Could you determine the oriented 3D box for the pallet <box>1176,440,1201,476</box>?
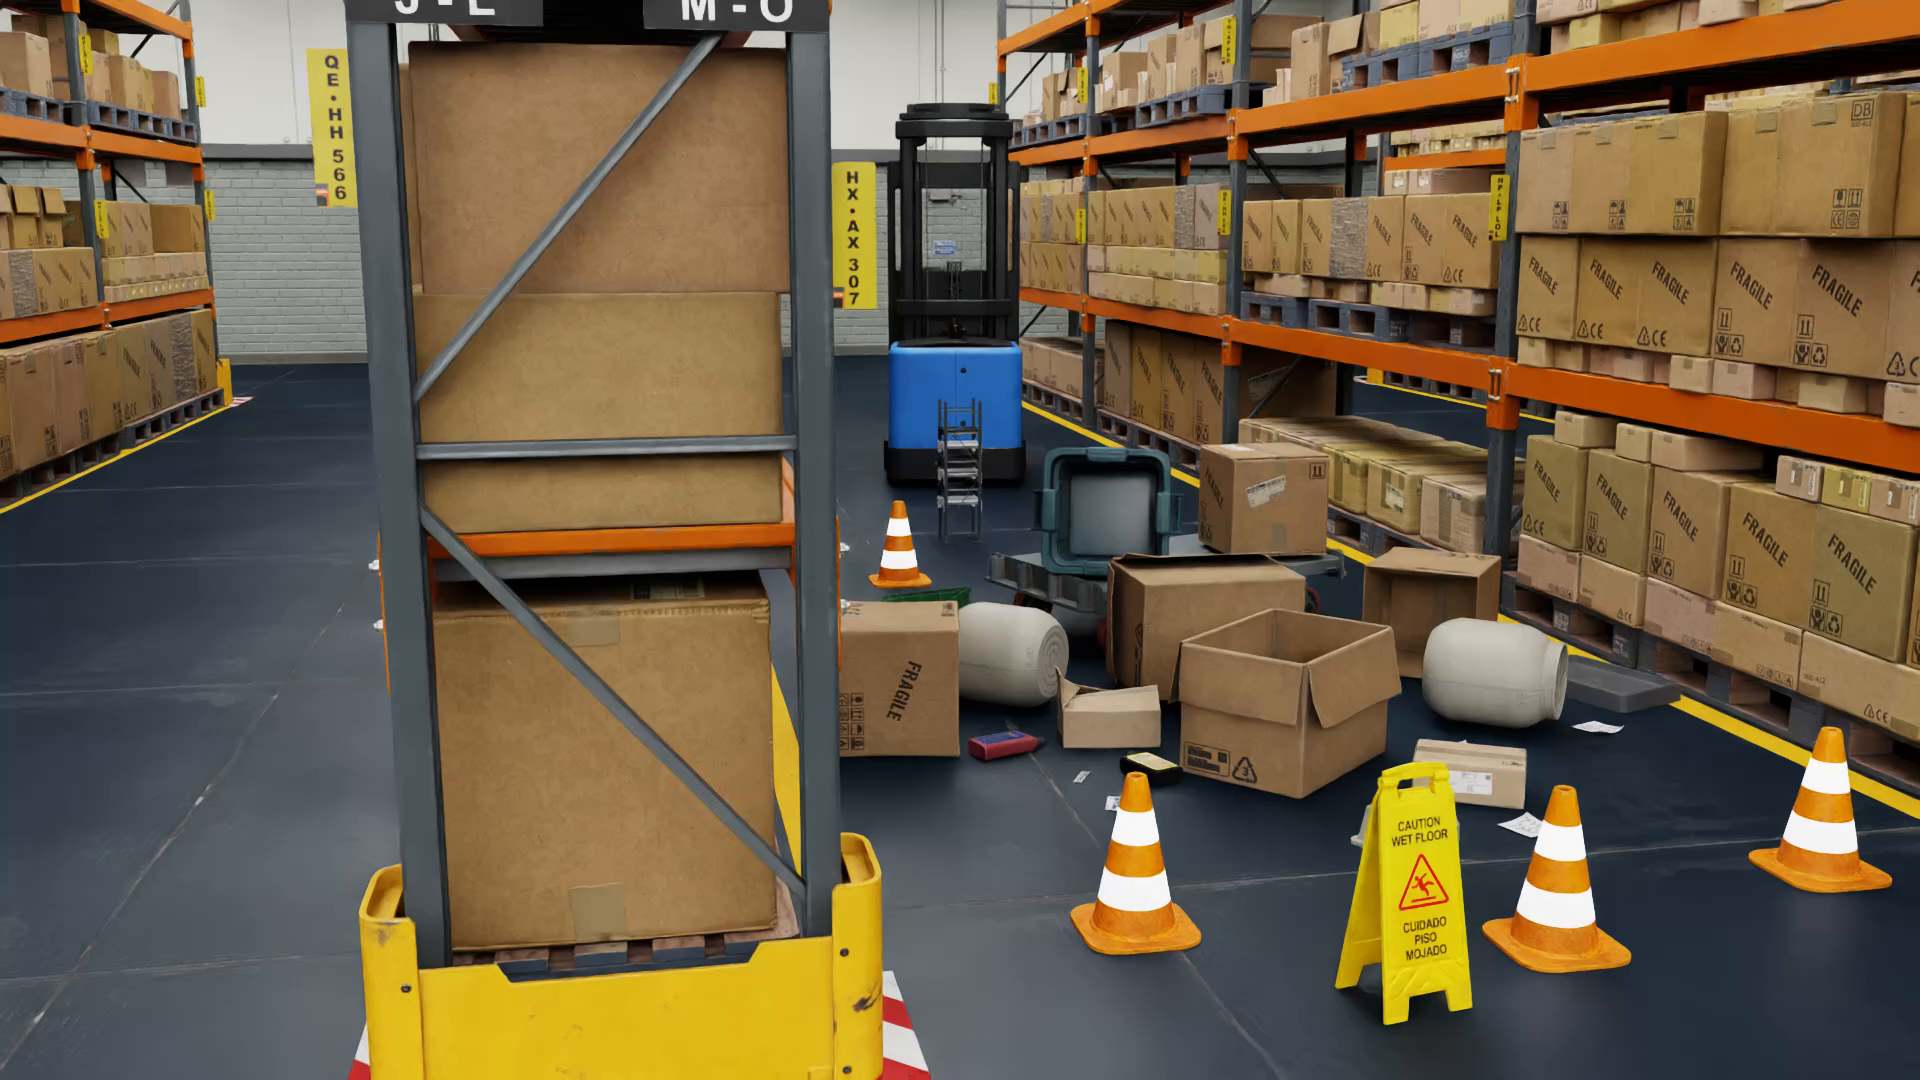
[{"bbox_3d":[2.416,-0.646,13.528,1.003,0.211,1.213,-2,11,-11],"label":"pallet"}]

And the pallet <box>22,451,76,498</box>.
[{"bbox_3d":[-7.539,-0.509,12.807,1.003,0.211,1.213,-2,11,-11],"label":"pallet"}]

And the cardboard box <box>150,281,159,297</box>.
[{"bbox_3d":[-7.987,-2.423,16.075,0.380,0.149,0.250,-2,11,-10],"label":"cardboard box"}]

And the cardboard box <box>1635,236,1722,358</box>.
[{"bbox_3d":[3.291,-1.056,7.158,0.500,0.500,0.500,-2,11,-11],"label":"cardboard box"}]

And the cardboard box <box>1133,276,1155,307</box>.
[{"bbox_3d":[1.818,-2.157,14.408,0.500,0.250,0.500,-2,11,-12],"label":"cardboard box"}]

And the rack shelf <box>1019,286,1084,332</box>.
[{"bbox_3d":[1.328,-2.616,18.342,1.077,0.370,4.000,-2,11,-11],"label":"rack shelf"}]

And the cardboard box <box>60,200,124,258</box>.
[{"bbox_3d":[-7.846,-2.780,14.880,0.500,0.500,0.500,-2,11,-11],"label":"cardboard box"}]

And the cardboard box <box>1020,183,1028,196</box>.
[{"bbox_3d":[0.865,-3.975,18.882,0.380,0.149,0.250,-2,11,-13],"label":"cardboard box"}]

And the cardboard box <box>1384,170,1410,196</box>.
[{"bbox_3d":[2.739,-2.107,9.824,0.380,0.149,0.250,-3,11,-13],"label":"cardboard box"}]

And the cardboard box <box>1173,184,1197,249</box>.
[{"bbox_3d":[2.030,-2.588,13.331,0.500,0.500,0.500,-2,11,-10],"label":"cardboard box"}]

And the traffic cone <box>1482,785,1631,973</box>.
[{"bbox_3d":[1.680,0.915,4.649,0.336,0.463,0.334,-2,11,-11],"label":"traffic cone"}]

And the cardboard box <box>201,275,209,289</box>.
[{"bbox_3d":[-8.389,-2.799,18.051,0.380,0.149,0.250,-2,11,-10],"label":"cardboard box"}]

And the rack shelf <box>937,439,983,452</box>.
[{"bbox_3d":[-0.002,-0.588,10.593,0.258,0.077,0.200,-2,11,-11],"label":"rack shelf"}]

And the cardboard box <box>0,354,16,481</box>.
[{"bbox_3d":[-7.339,-0.798,11.428,1.225,0.875,0.875,-3,11,-14],"label":"cardboard box"}]

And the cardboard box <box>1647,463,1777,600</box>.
[{"bbox_3d":[3.338,-0.048,7.152,0.500,0.500,0.500,-2,11,-8],"label":"cardboard box"}]

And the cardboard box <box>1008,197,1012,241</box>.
[{"bbox_3d":[0.861,-3.683,19.085,0.500,0.500,0.500,-2,11,-13],"label":"cardboard box"}]

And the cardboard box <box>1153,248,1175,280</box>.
[{"bbox_3d":[1.929,-2.307,13.861,0.500,0.250,0.500,-2,11,-12],"label":"cardboard box"}]

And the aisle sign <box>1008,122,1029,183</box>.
[{"bbox_3d":[0.641,-4.616,19.972,0.394,0.787,0.004,-2,11,-11],"label":"aisle sign"}]

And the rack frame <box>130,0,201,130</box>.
[{"bbox_3d":[-8.781,-5.923,17.747,1.000,3.000,0.127,-2,11,-11],"label":"rack frame"}]

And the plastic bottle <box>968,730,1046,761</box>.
[{"bbox_3d":[0.184,0.785,6.407,0.283,0.061,0.133,-6,13,-31],"label":"plastic bottle"}]

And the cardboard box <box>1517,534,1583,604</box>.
[{"bbox_3d":[3.123,0.127,8.236,0.500,0.250,0.500,-3,11,-14],"label":"cardboard box"}]

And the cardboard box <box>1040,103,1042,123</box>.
[{"bbox_3d":[1.181,-4.745,18.429,0.500,0.311,0.500,-2,11,-10],"label":"cardboard box"}]

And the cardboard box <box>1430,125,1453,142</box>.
[{"bbox_3d":[5.832,-4.785,19.398,0.500,0.250,0.500,-2,11,-13],"label":"cardboard box"}]

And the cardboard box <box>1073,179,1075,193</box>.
[{"bbox_3d":[1.361,-3.605,16.937,0.380,0.149,0.250,-2,11,-11],"label":"cardboard box"}]

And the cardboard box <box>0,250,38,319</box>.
[{"bbox_3d":[-7.354,-1.937,12.582,0.500,0.500,0.500,-2,11,-11],"label":"cardboard box"}]

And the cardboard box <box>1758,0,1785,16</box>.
[{"bbox_3d":[3.393,-2.136,6.546,0.380,0.149,0.250,-2,11,-11],"label":"cardboard box"}]

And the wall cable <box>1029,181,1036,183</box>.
[{"bbox_3d":[1.209,-4.922,25.818,0.588,1.984,0.122,-2,11,-11],"label":"wall cable"}]

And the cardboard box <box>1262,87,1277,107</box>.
[{"bbox_3d":[2.390,-3.155,11.900,0.380,0.149,0.250,-2,11,-11],"label":"cardboard box"}]

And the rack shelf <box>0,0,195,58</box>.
[{"bbox_3d":[-8.392,-5.006,15.925,1.077,0.370,4.000,-2,11,-11],"label":"rack shelf"}]

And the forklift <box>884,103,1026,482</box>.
[{"bbox_3d":[-0.055,-2.119,13.989,1.130,2.935,3.031,0,11,-1],"label":"forklift"}]

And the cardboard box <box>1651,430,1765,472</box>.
[{"bbox_3d":[3.246,-0.391,7.220,0.380,0.149,0.250,-1,11,-8],"label":"cardboard box"}]

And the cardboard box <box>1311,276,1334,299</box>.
[{"bbox_3d":[2.563,-1.688,11.091,0.380,0.149,0.250,-1,11,-8],"label":"cardboard box"}]

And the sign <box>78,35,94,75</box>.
[{"bbox_3d":[-7.473,-4.146,14.209,0.100,0.325,0.005,-2,11,-11],"label":"sign"}]

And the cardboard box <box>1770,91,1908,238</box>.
[{"bbox_3d":[3.446,-1.357,6.065,0.700,0.500,0.500,-2,11,-12],"label":"cardboard box"}]

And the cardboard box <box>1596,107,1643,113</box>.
[{"bbox_3d":[6.415,-4.228,16.148,0.380,0.149,0.250,-2,11,-11],"label":"cardboard box"}]

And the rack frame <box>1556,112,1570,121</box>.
[{"bbox_3d":[6.585,-5.731,16.738,1.000,3.000,0.127,-2,11,-11],"label":"rack frame"}]

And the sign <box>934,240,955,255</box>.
[{"bbox_3d":[-0.240,-4.512,25.655,0.327,0.218,0.001,-2,11,-11],"label":"sign"}]

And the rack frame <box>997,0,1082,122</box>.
[{"bbox_3d":[0.939,-6.283,19.641,1.000,3.000,0.127,-2,11,-11],"label":"rack frame"}]

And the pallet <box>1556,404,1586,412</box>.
[{"bbox_3d":[6.781,-1.266,16.783,1.003,0.211,1.213,-2,11,-11],"label":"pallet"}]

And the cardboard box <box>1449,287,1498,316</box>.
[{"bbox_3d":[2.902,-1.302,9.066,0.380,0.149,0.250,-2,11,-10],"label":"cardboard box"}]

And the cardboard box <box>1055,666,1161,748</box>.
[{"bbox_3d":[0.578,0.655,6.546,0.396,0.266,0.258,0,11,-1],"label":"cardboard box"}]

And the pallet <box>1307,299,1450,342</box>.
[{"bbox_3d":[2.920,-1.413,10.611,1.003,0.211,1.213,-2,11,-11],"label":"pallet"}]

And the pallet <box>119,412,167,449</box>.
[{"bbox_3d":[-8.075,-1.015,15.462,1.003,0.211,1.213,-2,11,-11],"label":"pallet"}]

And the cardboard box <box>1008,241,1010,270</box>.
[{"bbox_3d":[0.751,-3.287,19.675,0.500,0.500,0.500,-2,11,-11],"label":"cardboard box"}]

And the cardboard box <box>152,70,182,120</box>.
[{"bbox_3d":[-8.628,-4.660,17.479,0.700,0.500,0.500,-3,11,-14],"label":"cardboard box"}]

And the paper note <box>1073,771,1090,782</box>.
[{"bbox_3d":[0.446,0.869,6.104,0.032,0.001,0.123,4,11,18],"label":"paper note"}]

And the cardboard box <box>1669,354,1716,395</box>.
[{"bbox_3d":[3.259,-0.707,7.063,0.380,0.149,0.250,-2,11,-11],"label":"cardboard box"}]

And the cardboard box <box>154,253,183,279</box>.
[{"bbox_3d":[-8.230,-2.783,16.899,0.500,0.250,0.500,-3,11,-13],"label":"cardboard box"}]

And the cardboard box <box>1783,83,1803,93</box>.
[{"bbox_3d":[7.027,-3.750,13.690,0.380,0.149,0.250,-2,11,-12],"label":"cardboard box"}]

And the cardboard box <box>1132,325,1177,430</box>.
[{"bbox_3d":[2.100,-1.489,15.055,0.875,0.875,0.875,-2,11,-9],"label":"cardboard box"}]

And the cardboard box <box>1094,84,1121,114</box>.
[{"bbox_3d":[1.471,-4.112,15.491,0.396,0.266,0.258,-2,11,-12],"label":"cardboard box"}]

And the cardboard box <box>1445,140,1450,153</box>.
[{"bbox_3d":[5.865,-4.565,19.310,0.380,0.149,0.250,-2,11,-12],"label":"cardboard box"}]

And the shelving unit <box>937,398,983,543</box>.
[{"bbox_3d":[-0.002,-0.444,10.620,0.258,0.900,0.210,-2,11,-11],"label":"shelving unit"}]
